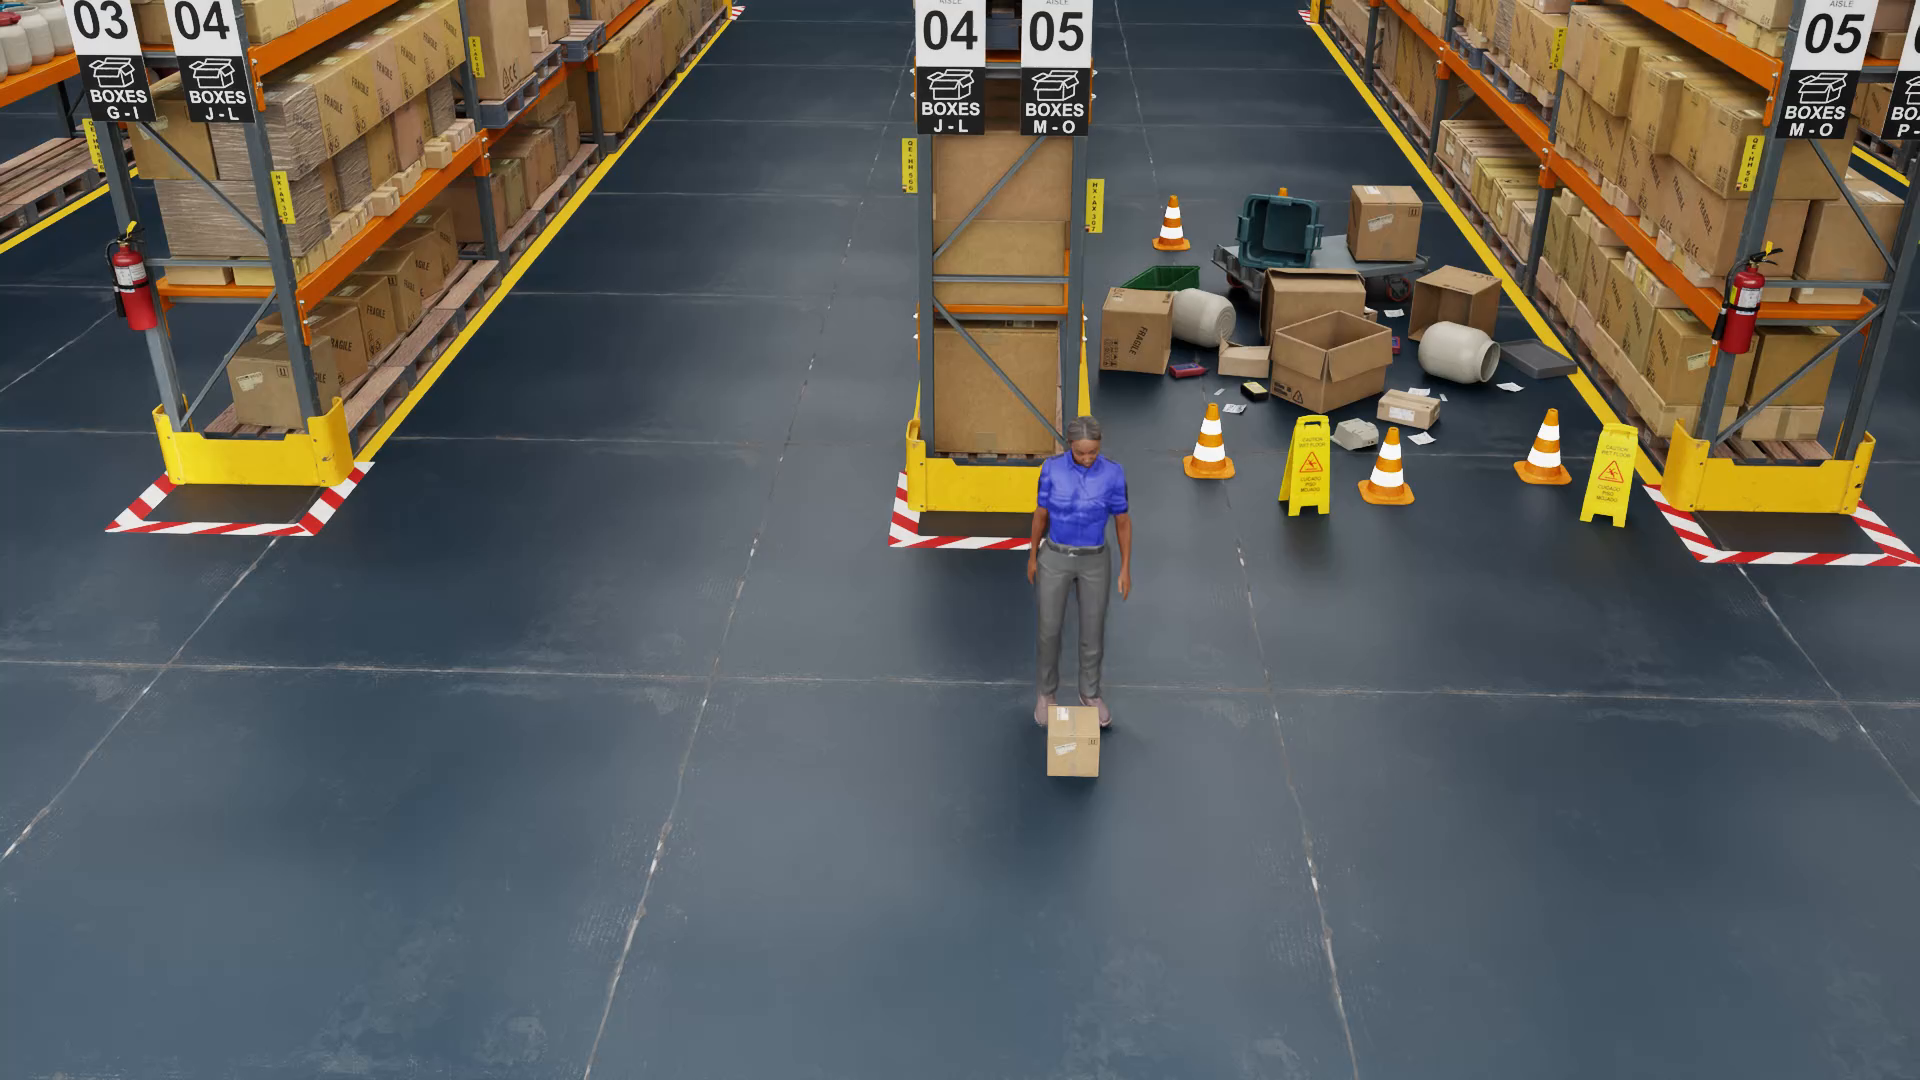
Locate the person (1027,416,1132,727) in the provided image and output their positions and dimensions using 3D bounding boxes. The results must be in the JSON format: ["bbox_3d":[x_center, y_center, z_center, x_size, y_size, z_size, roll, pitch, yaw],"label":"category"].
[{"bbox_3d":[0.598,0.163,8.318,0.525,1.692,0.373,2,28,3],"label":"person"}]
